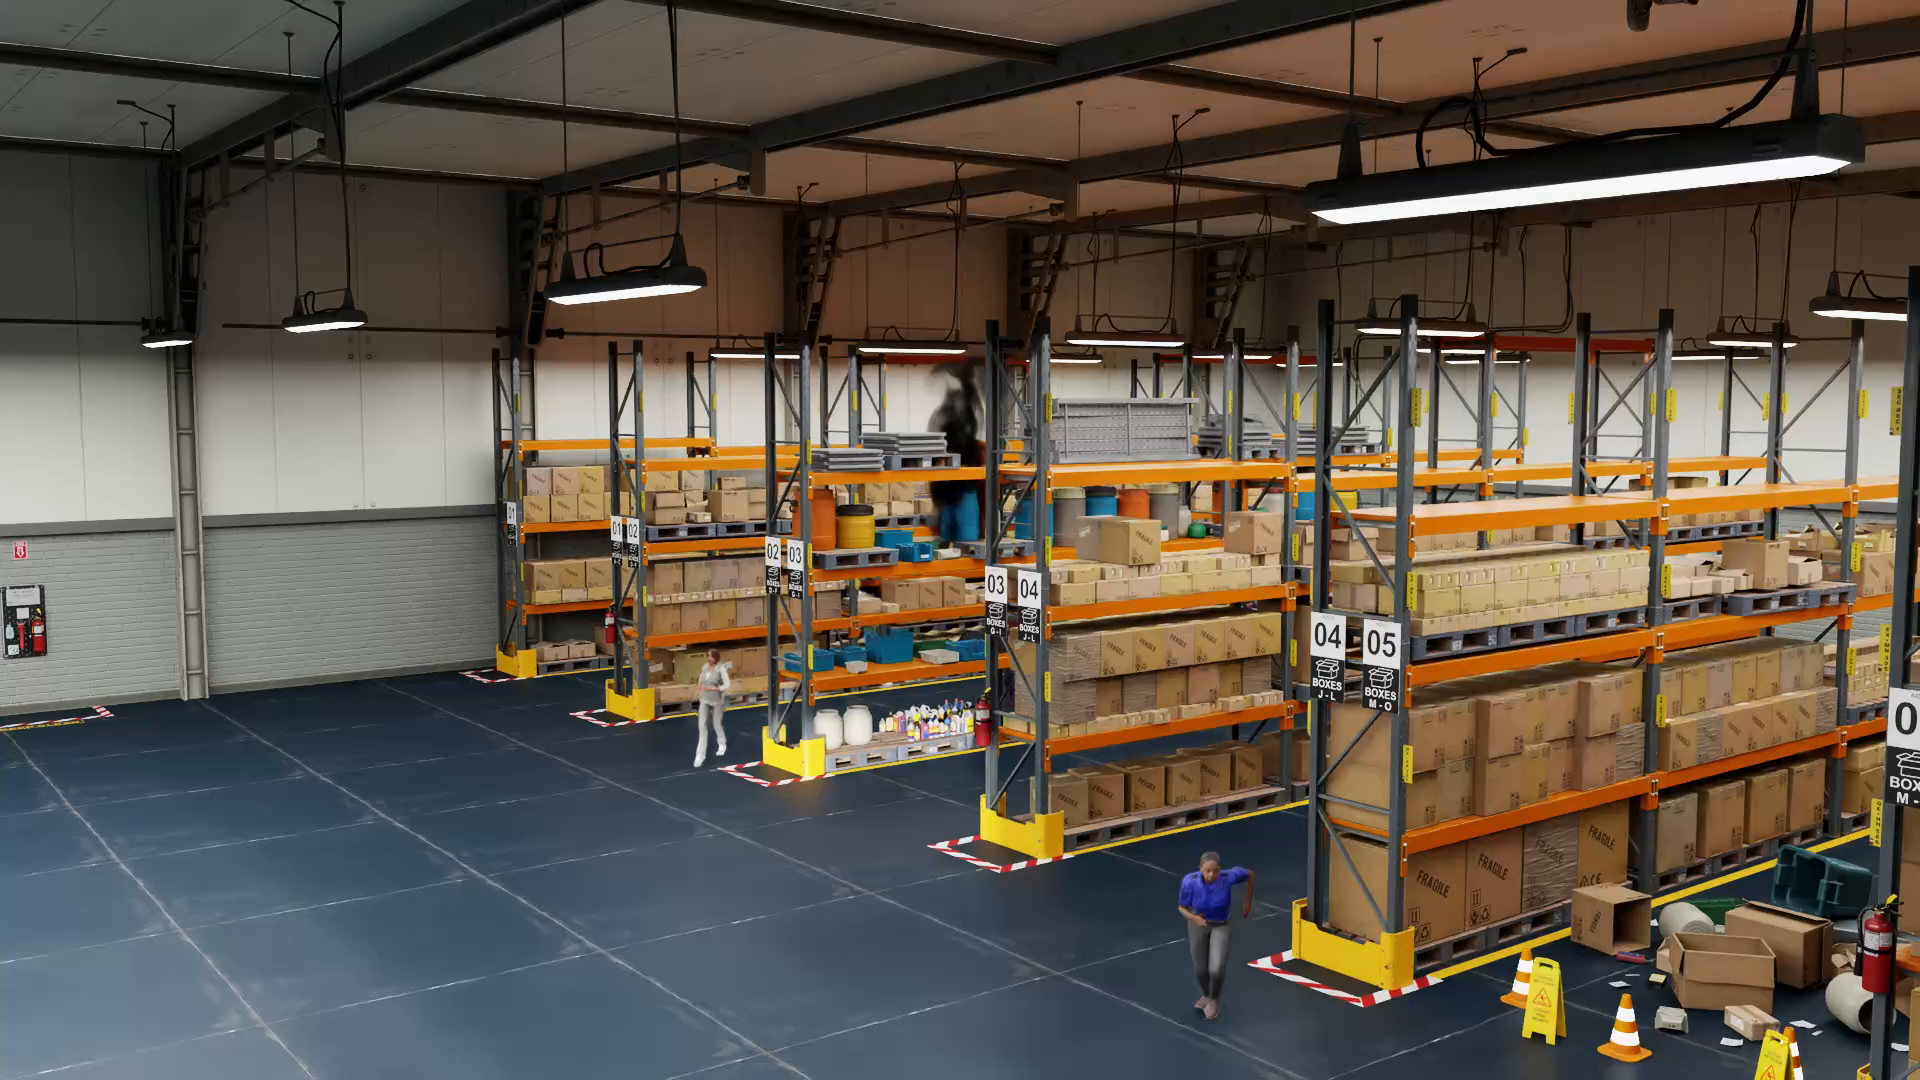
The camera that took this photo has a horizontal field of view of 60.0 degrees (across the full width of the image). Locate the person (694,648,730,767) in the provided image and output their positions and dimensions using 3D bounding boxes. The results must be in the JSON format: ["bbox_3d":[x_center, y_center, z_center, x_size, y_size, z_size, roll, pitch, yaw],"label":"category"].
[{"bbox_3d":[-3.467,2.312,23.334,0.553,1.622,0.791,1,5,13],"label":"person"}]

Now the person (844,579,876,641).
[{"bbox_3d":[-1.771,1.576,31.544,1.056,1.732,0.729,-3,6,-32],"label":"person"}]

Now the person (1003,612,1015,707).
[{"bbox_3d":[0.940,2.008,27.655,0.714,1.506,0.590,-4,6,-35],"label":"person"}]

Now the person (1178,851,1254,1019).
[{"bbox_3d":[2.094,3.222,13.612,0.607,1.484,0.911,1,5,10],"label":"person"}]
